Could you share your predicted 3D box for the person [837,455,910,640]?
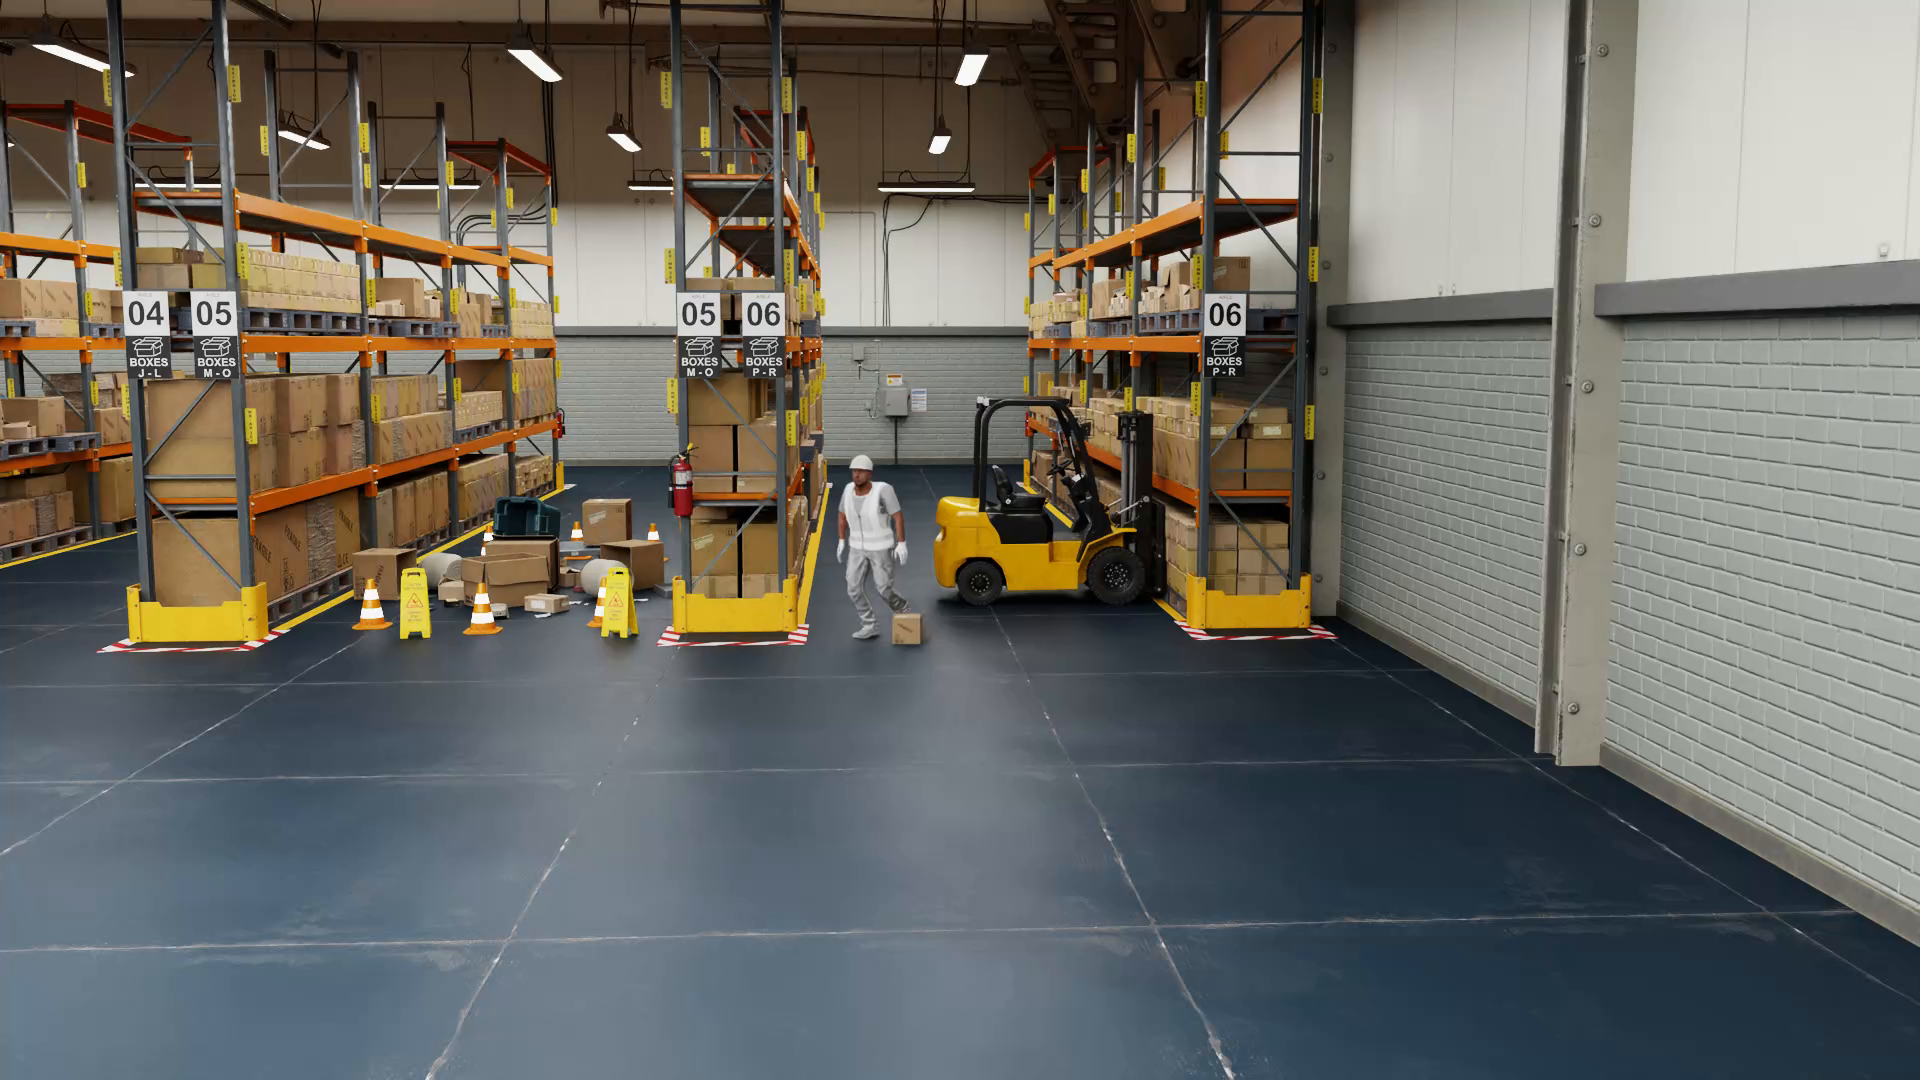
[{"bbox_3d":[-0.781,0.057,15.436,0.720,1.718,0.745,3,8,27],"label":"person"}]
